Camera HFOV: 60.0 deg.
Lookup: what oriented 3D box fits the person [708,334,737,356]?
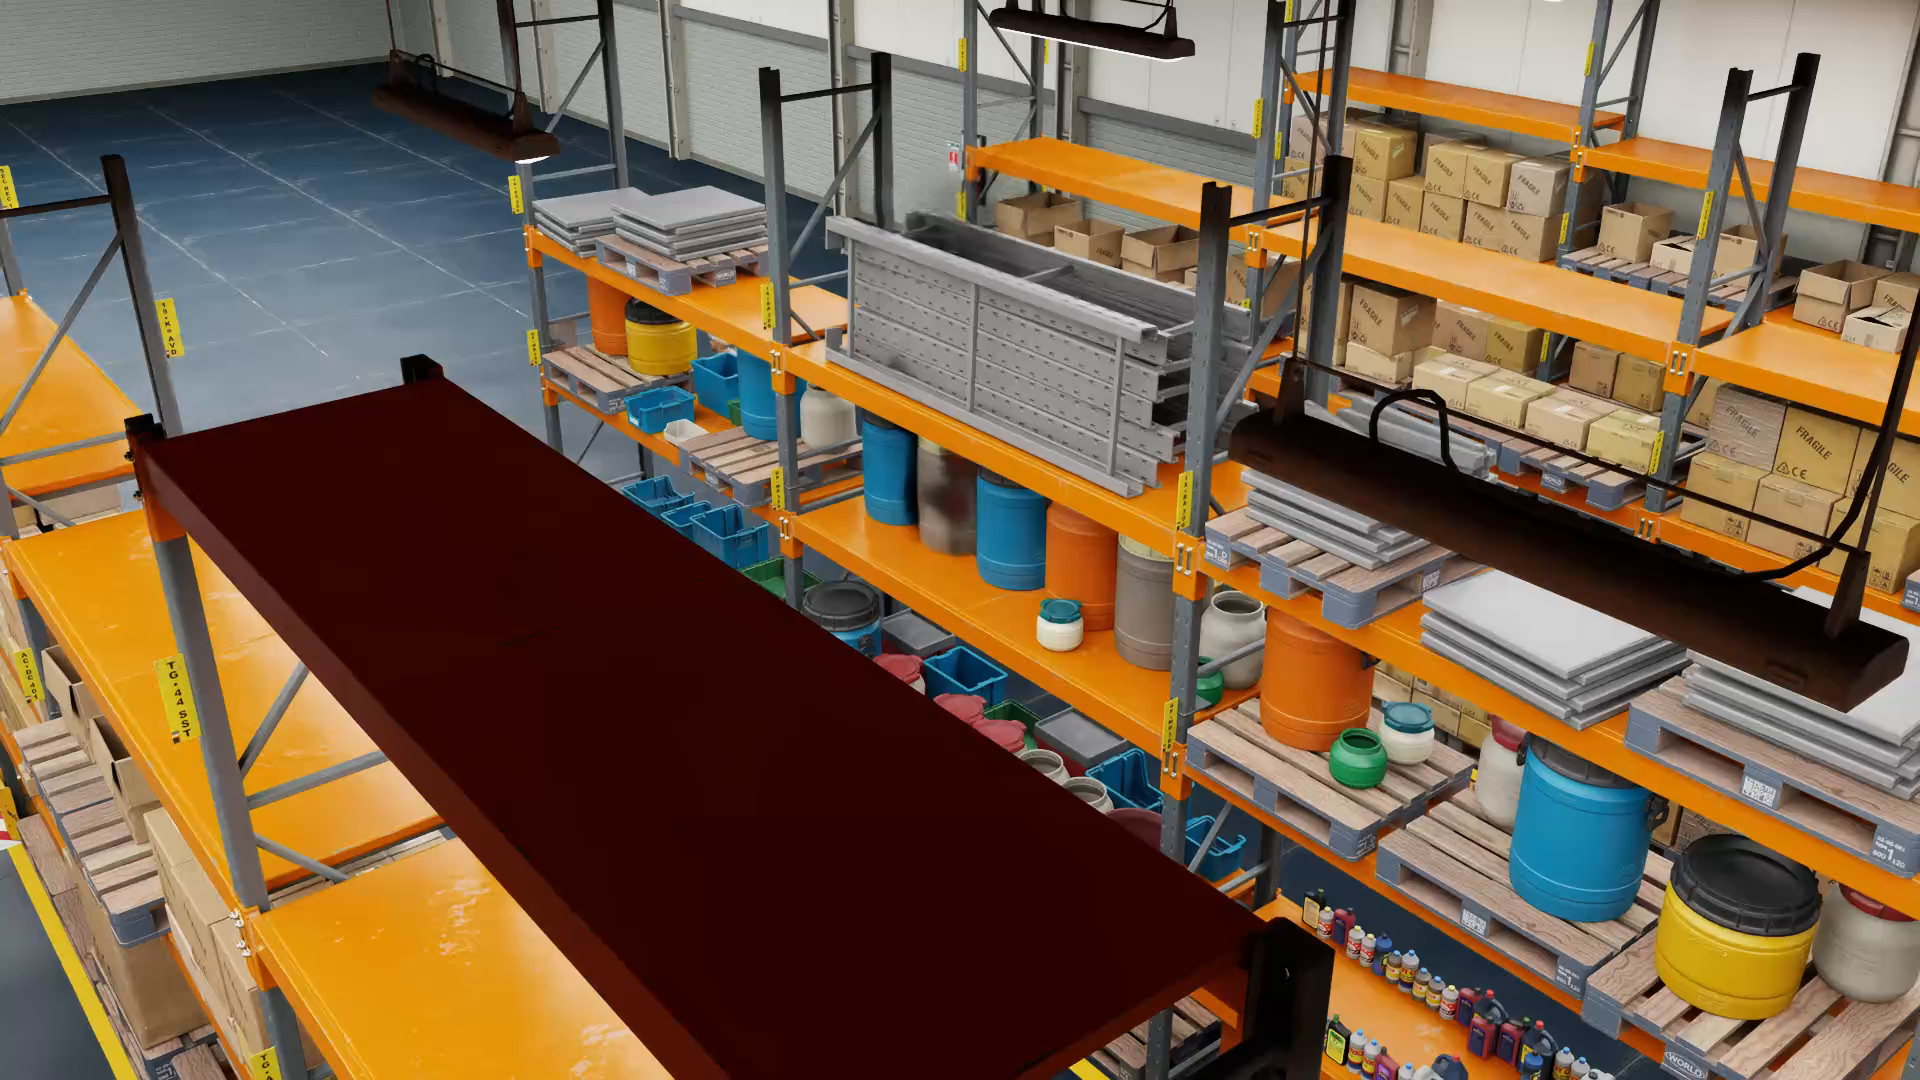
[{"bbox_3d":[-2.711,-1.597,19.497,0.928,1.804,0.633,-3,26,-5],"label":"person"}]
